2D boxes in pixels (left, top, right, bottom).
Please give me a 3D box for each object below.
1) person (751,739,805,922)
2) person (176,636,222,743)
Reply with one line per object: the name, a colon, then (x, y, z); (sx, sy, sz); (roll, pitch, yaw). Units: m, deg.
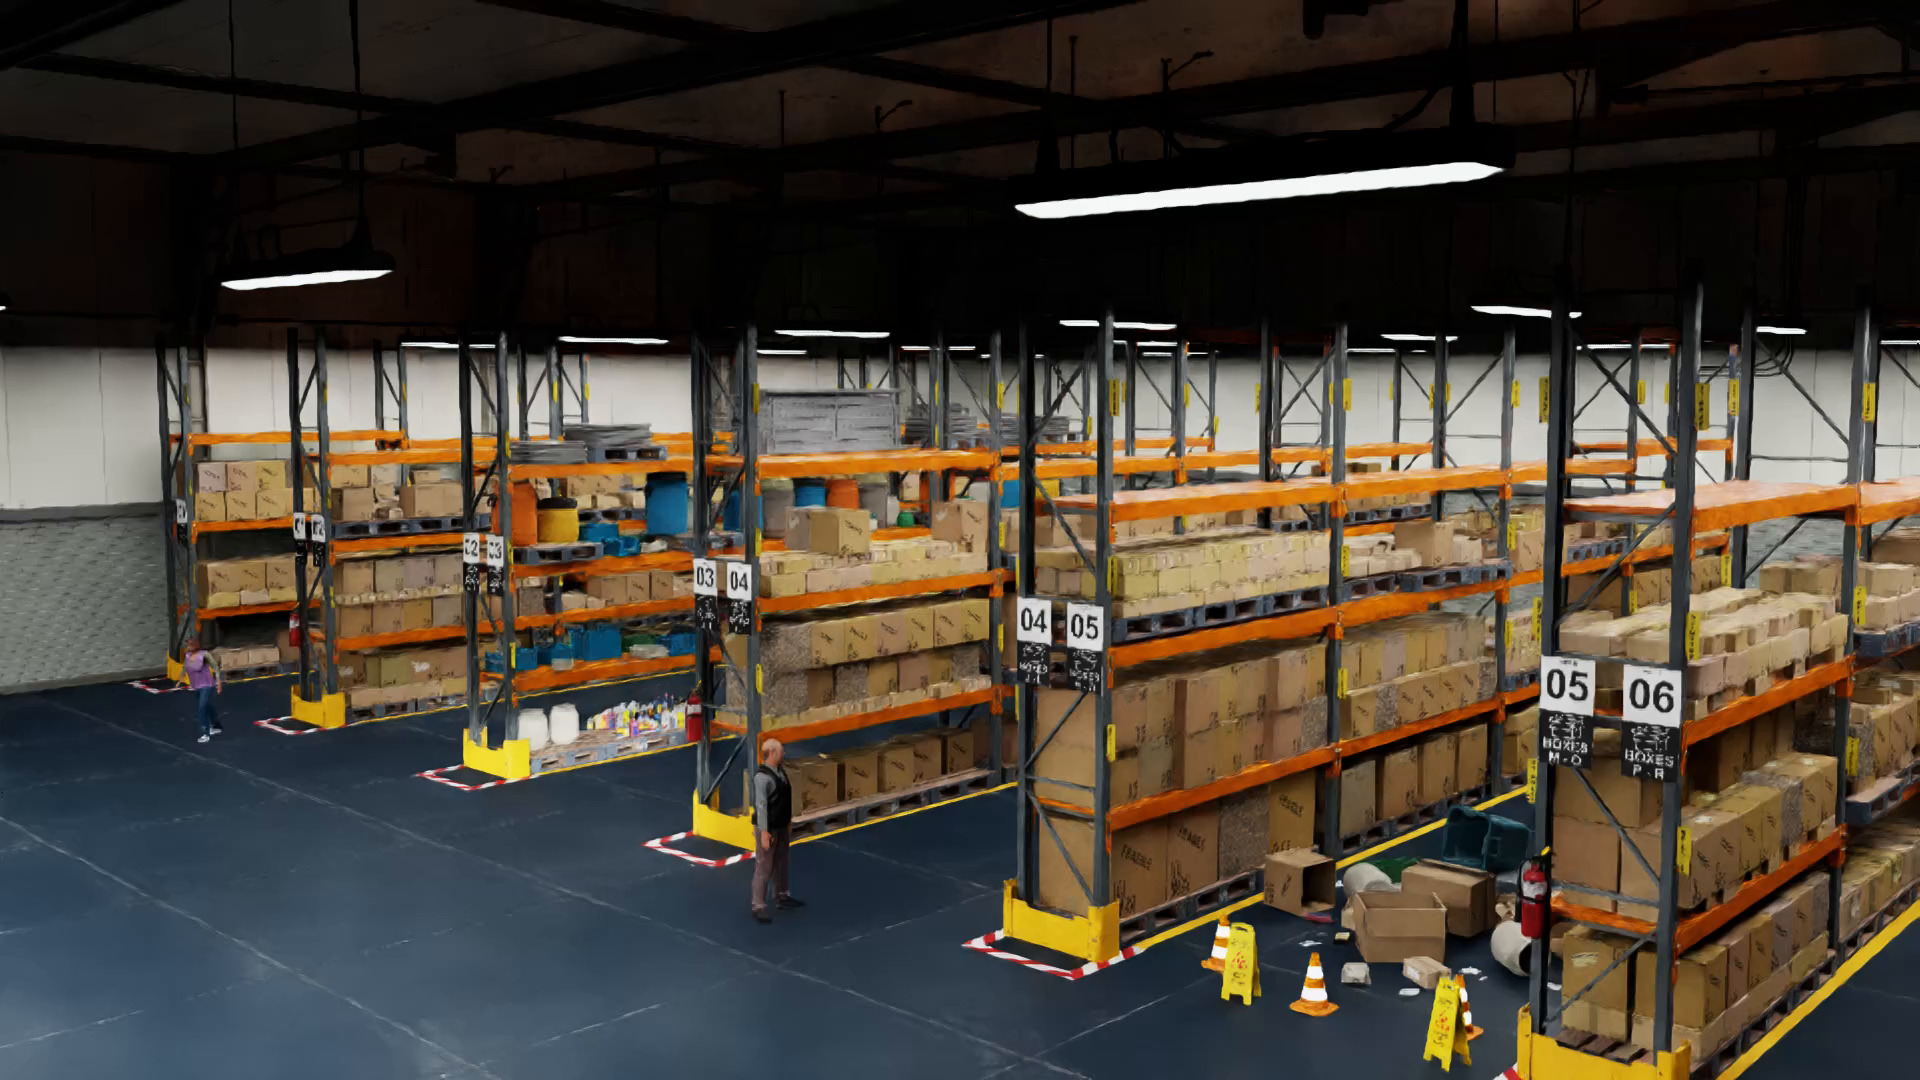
person: (-1.778, 2.778, 16.110); (0.463, 1.732, 0.601); (1, 6, 13)
person: (-10.967, 2.136, 24.117); (0.572, 1.517, 0.769); (2, 6, 23)
